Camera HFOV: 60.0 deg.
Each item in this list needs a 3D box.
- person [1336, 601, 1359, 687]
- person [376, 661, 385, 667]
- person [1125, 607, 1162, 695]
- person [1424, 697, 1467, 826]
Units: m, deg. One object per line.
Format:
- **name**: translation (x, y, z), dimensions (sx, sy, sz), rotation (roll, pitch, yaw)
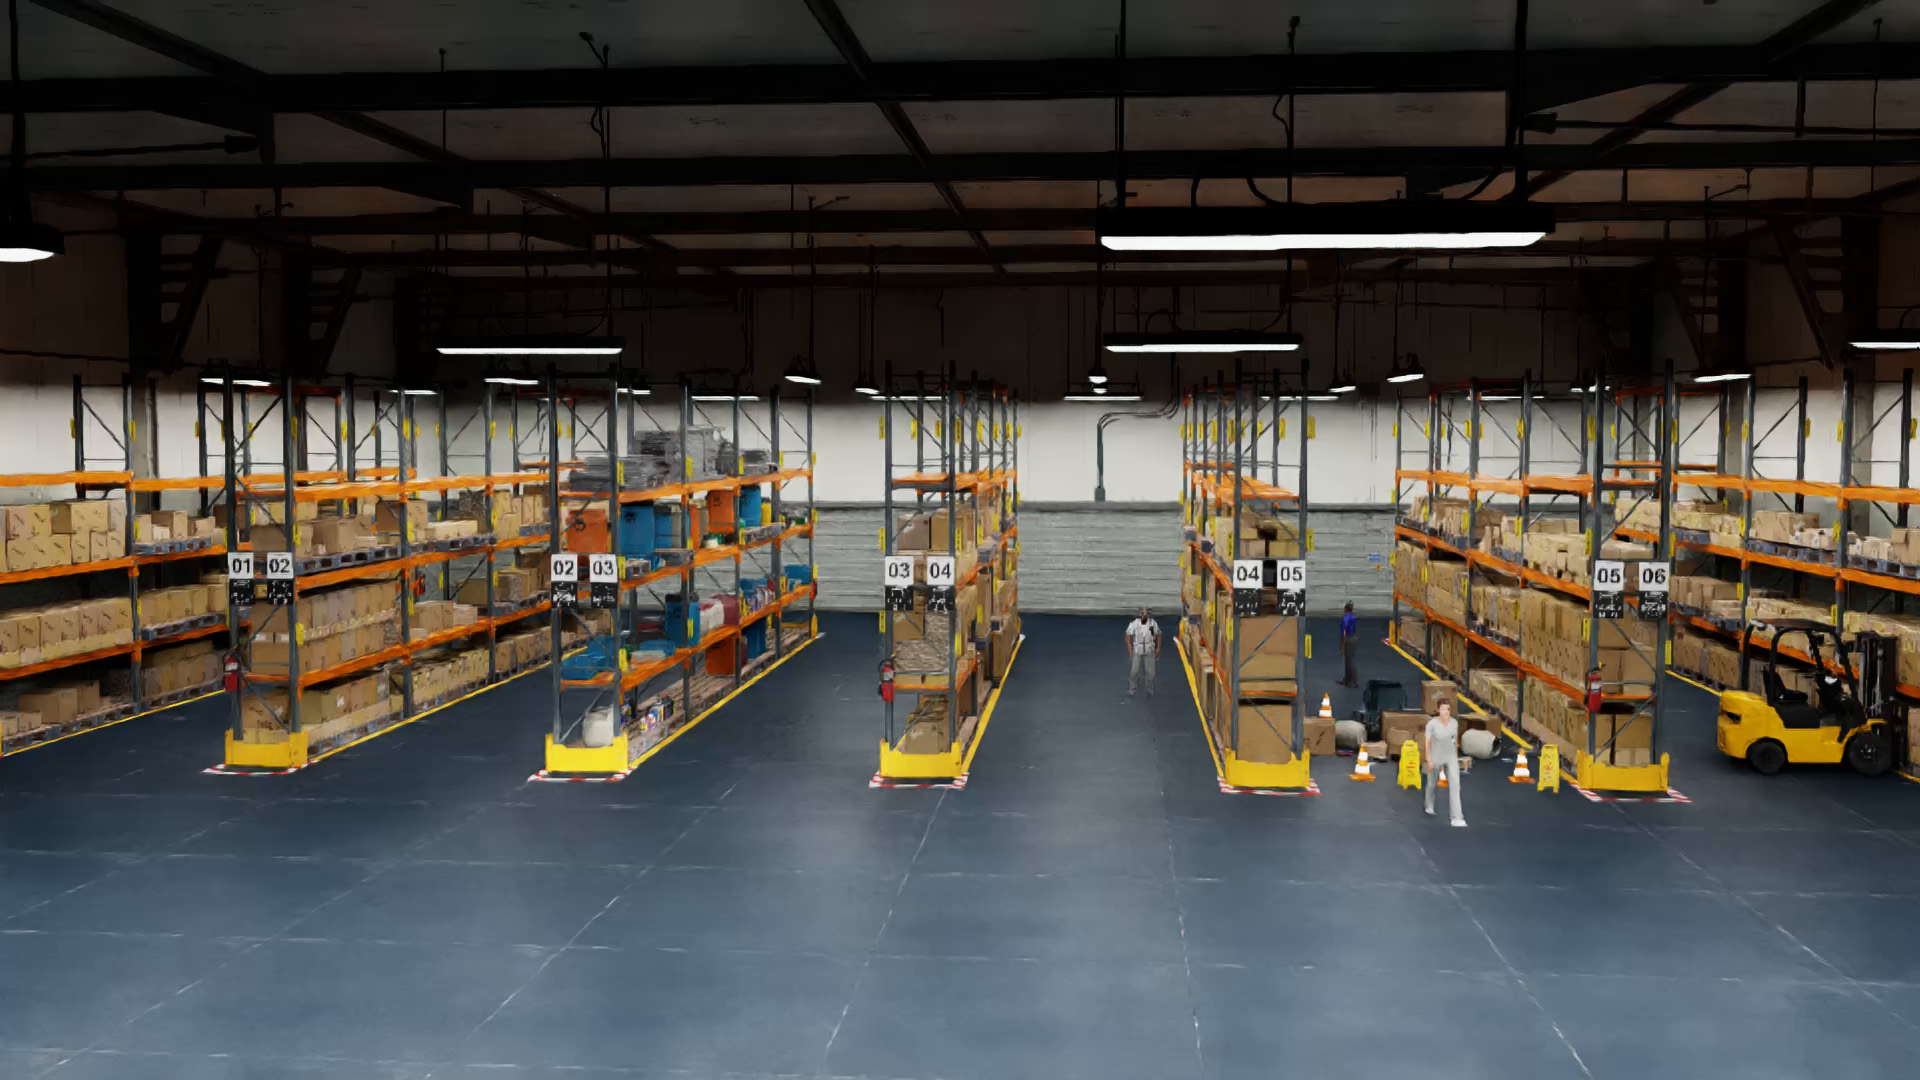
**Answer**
- **person**: translation (7.606, 2.023, 32.601), dimensions (0.524, 1.656, 0.531), rotation (2, 4, 33)
- **person**: translation (-11.411, 2.066, 32.547), dimensions (0.479, 1.567, 1.090), rotation (0, 4, 7)
- **person**: translation (3.464, 2.086, 31.402), dimensions (0.682, 1.715, 0.536), rotation (0, 4, 4)
- **person**: translation (6.147, 2.799, 21.204), dimensions (0.449, 1.568, 1.099), rotation (0, 4, 3)
